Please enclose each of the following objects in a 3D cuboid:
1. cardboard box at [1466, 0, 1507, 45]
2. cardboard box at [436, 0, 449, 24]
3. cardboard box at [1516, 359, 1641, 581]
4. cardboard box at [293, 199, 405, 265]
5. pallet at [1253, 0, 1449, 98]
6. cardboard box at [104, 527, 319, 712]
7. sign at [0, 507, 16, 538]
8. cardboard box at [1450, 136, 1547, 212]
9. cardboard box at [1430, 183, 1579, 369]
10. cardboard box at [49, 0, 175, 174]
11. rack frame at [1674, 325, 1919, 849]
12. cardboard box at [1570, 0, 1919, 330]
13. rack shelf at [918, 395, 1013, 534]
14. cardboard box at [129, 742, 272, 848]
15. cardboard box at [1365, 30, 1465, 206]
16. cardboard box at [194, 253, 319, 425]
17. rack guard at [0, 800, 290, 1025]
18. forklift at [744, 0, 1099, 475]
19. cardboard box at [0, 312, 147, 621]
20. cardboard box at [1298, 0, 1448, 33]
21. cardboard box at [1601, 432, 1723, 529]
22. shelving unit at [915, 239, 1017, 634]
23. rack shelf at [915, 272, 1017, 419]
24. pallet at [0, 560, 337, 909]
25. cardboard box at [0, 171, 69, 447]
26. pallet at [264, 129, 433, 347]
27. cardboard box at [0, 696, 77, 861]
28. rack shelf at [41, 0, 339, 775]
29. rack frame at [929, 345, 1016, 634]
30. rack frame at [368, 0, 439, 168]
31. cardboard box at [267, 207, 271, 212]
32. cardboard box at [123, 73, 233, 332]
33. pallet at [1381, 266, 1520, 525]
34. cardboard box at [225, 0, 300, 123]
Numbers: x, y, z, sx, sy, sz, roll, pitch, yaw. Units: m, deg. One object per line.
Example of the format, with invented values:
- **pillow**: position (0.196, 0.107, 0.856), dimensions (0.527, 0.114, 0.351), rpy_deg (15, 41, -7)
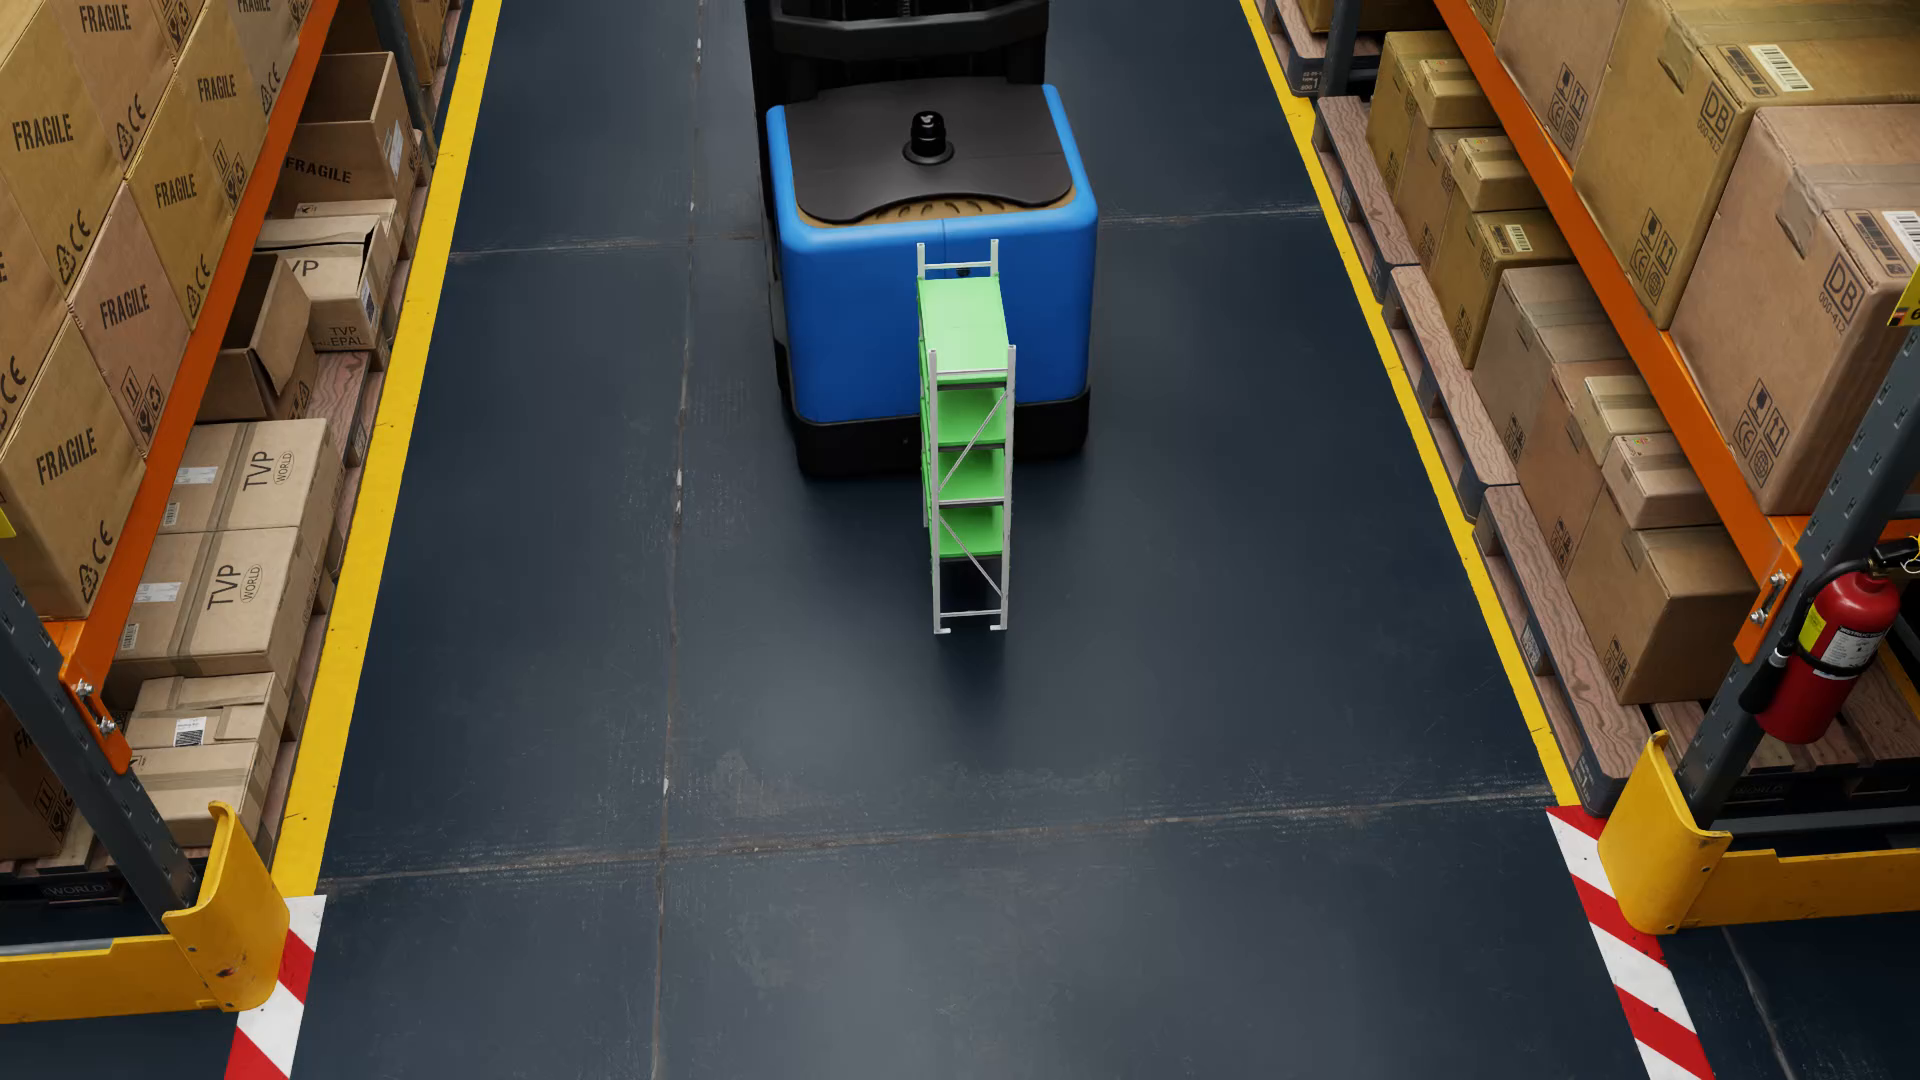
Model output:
- **cardboard box**: position (2.212, -2.165, 5.528), dimensions (0.980, 0.700, 0.700), rpy_deg (-5, 47, -4)
- **cardboard box**: position (-2.662, -2.722, 7.680), dimensions (0.500, 0.500, 0.500), rpy_deg (-3, 47, -3)
- **cardboard box**: position (2.262, -0.237, 5.341), dimensions (0.700, 0.500, 0.500), rpy_deg (-4, 47, -3)
- **cardboard box**: position (-2.387, -1.188, 6.470), dimensions (0.380, 0.149, 0.250), rpy_deg (-3, 47, -3)
- **pallet**: position (1.988, -2.579, 8.047), dimensions (1.003, 0.211, 1.213), rpy_deg (-3, 47, -3)
- **cardboard box**: position (-2.278, 0.236, 5.051), dimensions (0.500, 0.250, 0.500), rpy_deg (-3, 47, -3)
- **sign**: position (-1.933, -0.117, 3.198), dimensions (0.100, 0.325, 0.005), rpy_deg (-3, 47, -3)
- **cardboard box**: position (1.979, -1.308, 5.908), dimensions (0.380, 0.149, 0.250), rpy_deg (-5, 47, -4)
- **cardboard box**: position (2.168, -0.986, 6.050), dimensions (0.700, 0.500, 0.500), rpy_deg (-3, 47, -2)
- **cardboard box**: position (-2.336, -1.241, 4.102), dimensions (0.500, 0.500, 0.500), rpy_deg (-3, 47, -3)
- **rack frame**: position (2.462, -0.090, 3.769), dimensions (1.000, 3.000, 0.127), rpy_deg (-3, 47, -3)
- **cardboard box**: position (2.338, -1.087, 4.507), dimensions (0.980, 0.700, 0.700), rpy_deg (-4, 47, -4)
- **rack shelf**: position (0.014, -0.249, 5.247), dimensions (0.258, 0.148, 0.480), rpy_deg (-3, 47, -3)
- **cardboard box**: position (-2.166, 0.719, 4.663), dimensions (0.380, 0.149, 0.250), rpy_deg (-3, 47, -3)
- **cardboard box**: position (2.088, -1.721, 6.747), dimensions (0.700, 0.500, 0.500), rpy_deg (-3, 47, -3)
- **cardboard box**: position (-2.646, -0.614, 5.682), dimensions (0.797, 0.503, 0.637), rpy_deg (-3, 47, -3)
- **rack guard**: position (-2.480, 1.019, 4.441), dimensions (1.175, 0.500, 0.348), rpy_deg (-3, 47, -3)
- **forklift**: position (-0.264, -2.319, 5.927), dimensions (1.130, 2.935, 3.031), rpy_deg (-6, 47, -6)
- **cardboard box**: position (-2.248, -0.157, 3.764), dimensions (0.500, 0.500, 0.500), rpy_deg (-3, 47, -2)
- **cardboard box**: position (1.944, -2.851, 7.576), dimensions (0.750, 0.750, 0.750), rpy_deg (-3, 47, -3)
- **cardboard box**: position (2.112, -0.180, 4.840), dimensions (0.380, 0.149, 0.250), rpy_deg (-4, 47, -4)
- **shelving unit**: position (0.014, -0.293, 5.201), dimensions (0.258, 1.200, 0.503), rpy_deg (-3, 47, -3)
- **rack shelf**: position (0.014, -0.579, 4.899), dimensions (0.258, 0.148, 0.480), rpy_deg (-3, 47, -3)
- **pallet**: position (-2.548, 0.541, 5.092), dimensions (1.003, 0.211, 1.213), rpy_deg (-3, 47, -3)
- **cardboard box**: position (-2.248, -0.501, 3.401), dimensions (0.500, 0.500, 0.500), rpy_deg (-2, 47, -2)
- **pallet**: position (-2.752, -1.224, 6.764), dimensions (1.003, 0.211, 1.213), rpy_deg (-3, 47, -3)
- **cardboard box**: position (-2.764, 0.544, 4.588), dimensions (0.500, 0.500, 0.500), rpy_deg (-3, 47, -3)
- **rack shelf**: position (-2.641, -0.986, 5.113), dimensions (1.077, 0.370, 4.000), rpy_deg (-3, 47, -3)
- **rack frame**: position (0.034, -0.116, 5.034), dimensions (0.240, 1.200, 0.015), rpy_deg (-3, 47, -3)
- **rack frame**: position (-2.808, -2.680, 6.222), dimensions (1.000, 3.000, 0.127), rpy_deg (-3, 47, -3)
- **cardboard box**: position (-2.989, -1.590, 6.739), dimensions (0.500, 0.311, 0.500), rpy_deg (-3, 47, -3)
- **cardboard box**: position (-2.335, -0.894, 4.462), dimensions (0.500, 0.500, 0.500), rpy_deg (-4, 47, -3)
- **pallet**: position (2.219, -0.585, 6.159), dimensions (1.003, 0.211, 1.213), rpy_deg (-3, 47, -3)
- **cardboard box**: position (-2.421, -1.624, 5.153), dimensions (0.500, 0.500, 0.500), rpy_deg (-3, 47, -2)
